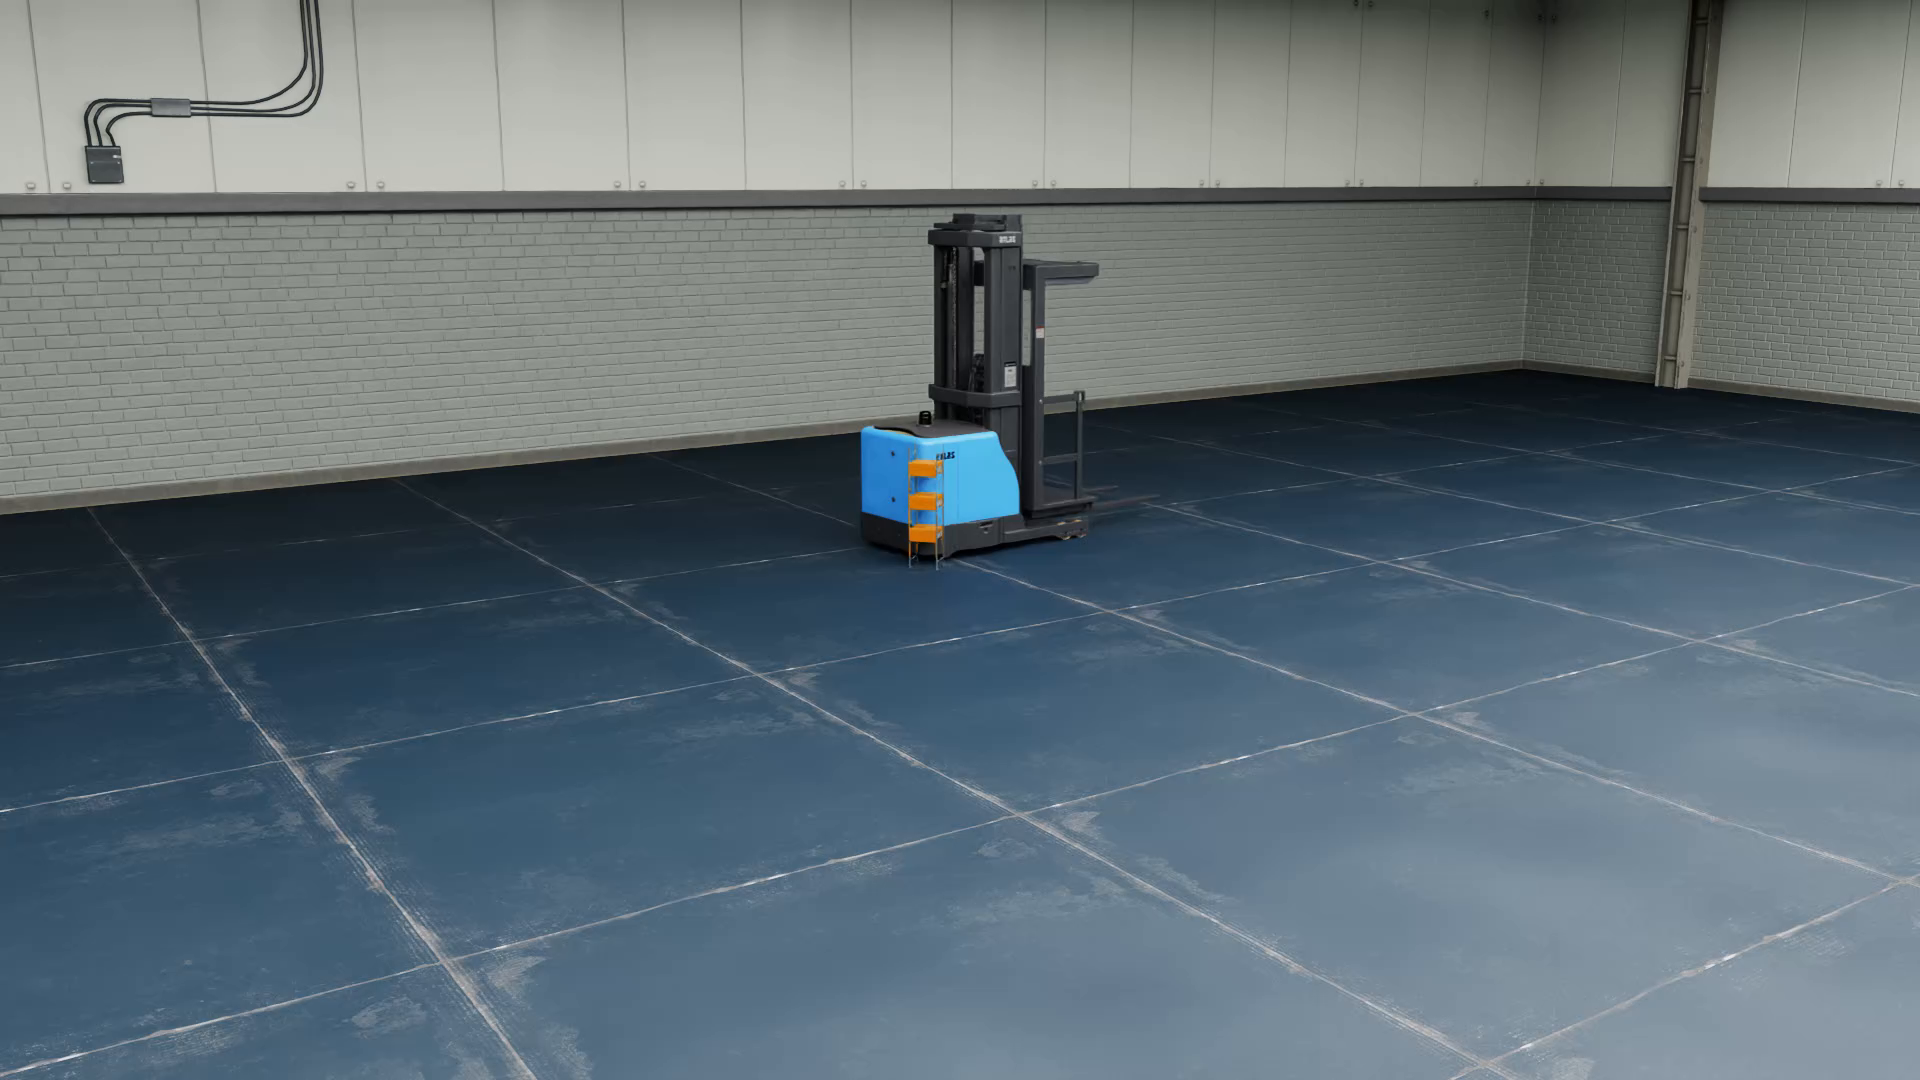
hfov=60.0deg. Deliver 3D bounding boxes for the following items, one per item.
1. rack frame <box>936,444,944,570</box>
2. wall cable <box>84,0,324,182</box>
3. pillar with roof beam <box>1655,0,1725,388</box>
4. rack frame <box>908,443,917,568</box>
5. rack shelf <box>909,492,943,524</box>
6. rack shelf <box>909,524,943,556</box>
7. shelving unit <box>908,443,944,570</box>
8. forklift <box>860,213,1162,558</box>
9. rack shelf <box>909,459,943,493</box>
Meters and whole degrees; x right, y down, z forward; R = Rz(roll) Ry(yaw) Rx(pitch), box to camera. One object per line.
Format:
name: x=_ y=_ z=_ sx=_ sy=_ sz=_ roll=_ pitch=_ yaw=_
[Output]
rack frame: x=-0.169 y=-0.277 z=14.059 sx=0.008 sy=1.050 sz=0.200 roll=4 pitch=13 yaw=17
wall cable: x=-7.555 y=-6.565 z=16.247 sx=2.305 sy=6.003 sz=0.169 roll=-8 pitch=15 yaw=-33
pillar with roof beam: x=7.704 y=-6.321 z=23.092 sx=9.100 sy=9.000 sz=0.400 roll=-8 pitch=15 yaw=-33
rack frame: x=-0.402 y=-0.293 z=14.131 sx=0.008 sy=1.050 sz=0.200 roll=4 pitch=13 yaw=17
rack shelf: x=-0.286 y=-0.274 z=14.097 sx=0.240 sy=0.259 sz=0.215 roll=4 pitch=13 yaw=17
rack shelf: x=-0.286 y=-0.003 z=14.157 sx=0.240 sy=0.259 sz=0.215 roll=4 pitch=13 yaw=17
shelving unit: x=-0.286 y=-0.285 z=14.095 sx=0.252 sy=1.050 sz=0.215 roll=4 pitch=13 yaw=17
forklift: x=0.573 y=-1.508 z=15.286 sx=3.031 sy=2.935 sz=1.130 roll=-9 pitch=15 yaw=-37
rack shelf: x=-0.286 y=-0.552 z=14.037 sx=0.240 sy=0.259 sz=0.215 roll=4 pitch=13 yaw=17
